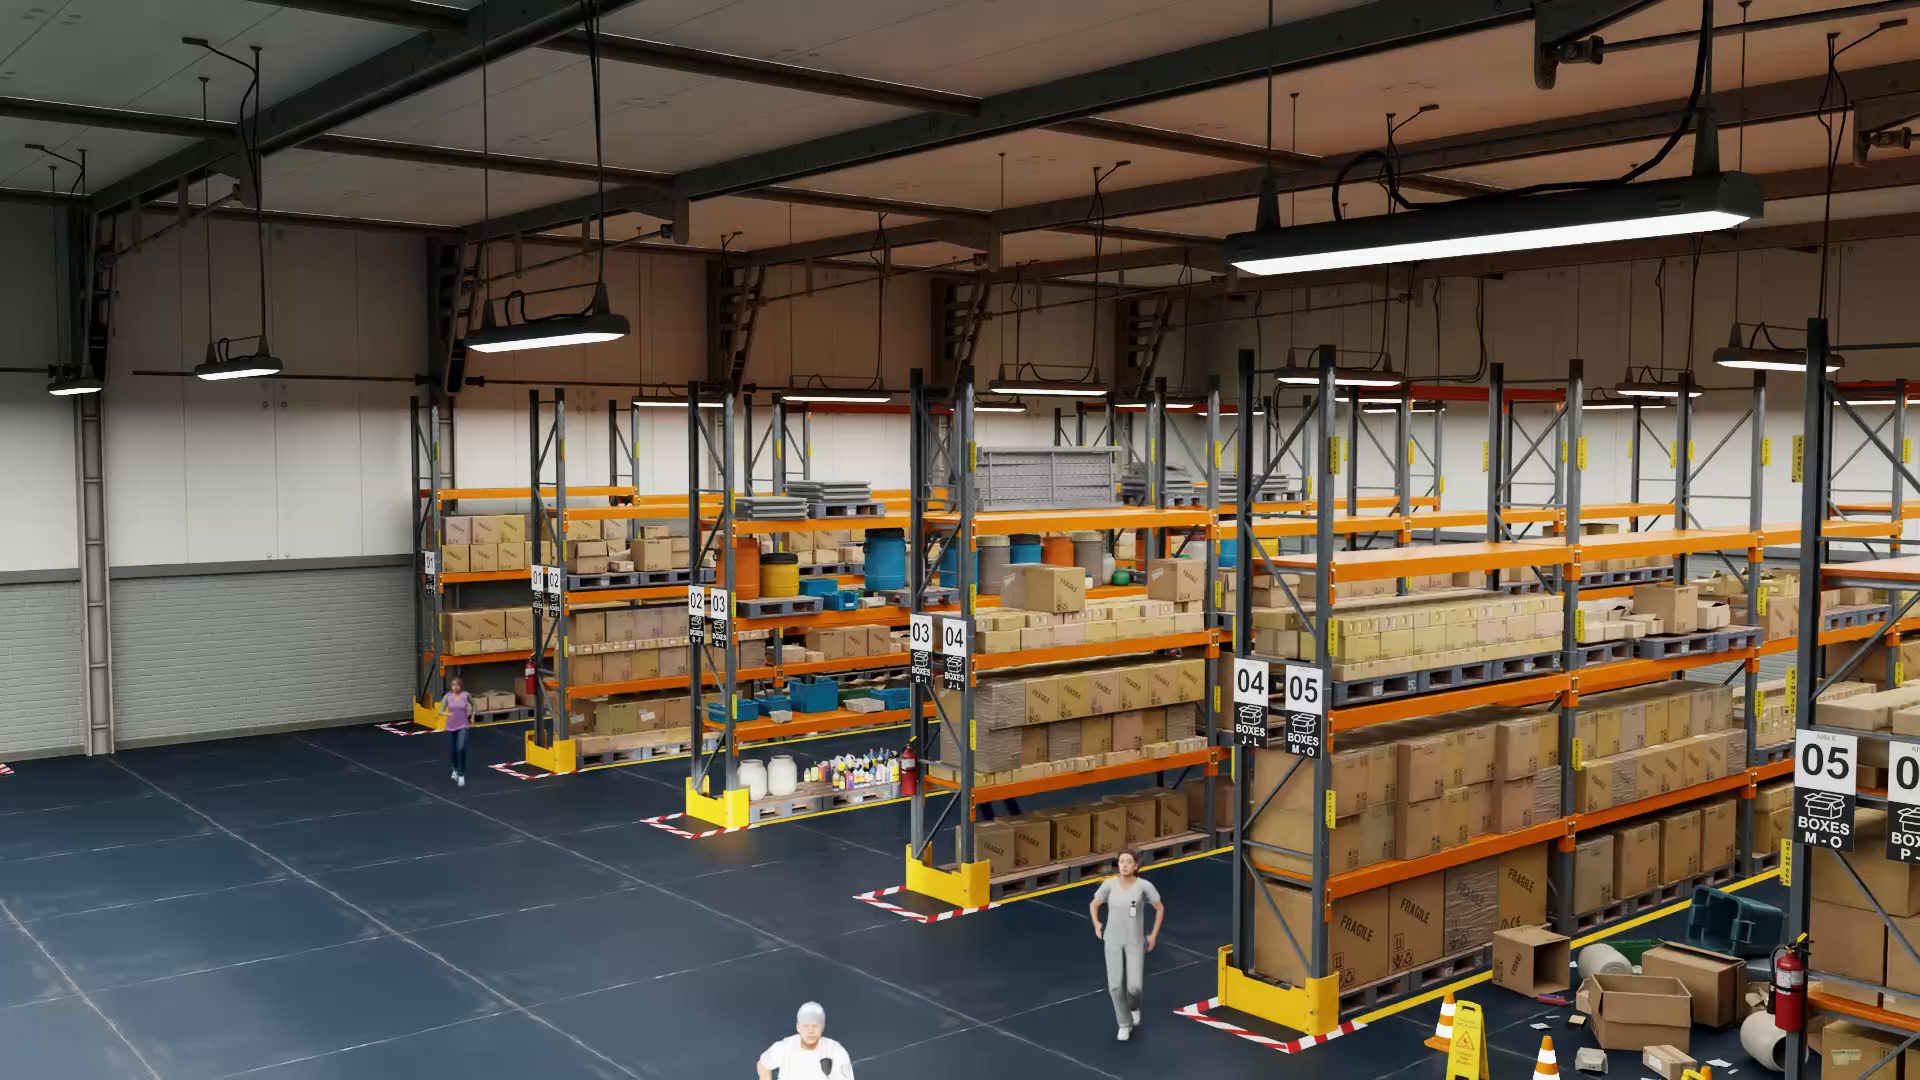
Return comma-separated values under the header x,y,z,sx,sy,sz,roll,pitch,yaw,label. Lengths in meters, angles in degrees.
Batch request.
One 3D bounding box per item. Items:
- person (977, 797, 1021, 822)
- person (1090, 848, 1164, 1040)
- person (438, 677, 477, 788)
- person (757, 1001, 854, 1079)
x,y,z,sx,sy,sz,roll,pitch,yaw,label
0.499,3.074,21.673,0.570,1.688,0.783,3,4,41,person
1.437,3.502,14.473,0.643,1.631,0.522,1,3,12,person
-7.579,2.885,25.078,0.540,1.639,0.705,-1,3,-10,person
-0.948,3.726,10.378,0.589,1.713,0.679,-1,3,-11,person
